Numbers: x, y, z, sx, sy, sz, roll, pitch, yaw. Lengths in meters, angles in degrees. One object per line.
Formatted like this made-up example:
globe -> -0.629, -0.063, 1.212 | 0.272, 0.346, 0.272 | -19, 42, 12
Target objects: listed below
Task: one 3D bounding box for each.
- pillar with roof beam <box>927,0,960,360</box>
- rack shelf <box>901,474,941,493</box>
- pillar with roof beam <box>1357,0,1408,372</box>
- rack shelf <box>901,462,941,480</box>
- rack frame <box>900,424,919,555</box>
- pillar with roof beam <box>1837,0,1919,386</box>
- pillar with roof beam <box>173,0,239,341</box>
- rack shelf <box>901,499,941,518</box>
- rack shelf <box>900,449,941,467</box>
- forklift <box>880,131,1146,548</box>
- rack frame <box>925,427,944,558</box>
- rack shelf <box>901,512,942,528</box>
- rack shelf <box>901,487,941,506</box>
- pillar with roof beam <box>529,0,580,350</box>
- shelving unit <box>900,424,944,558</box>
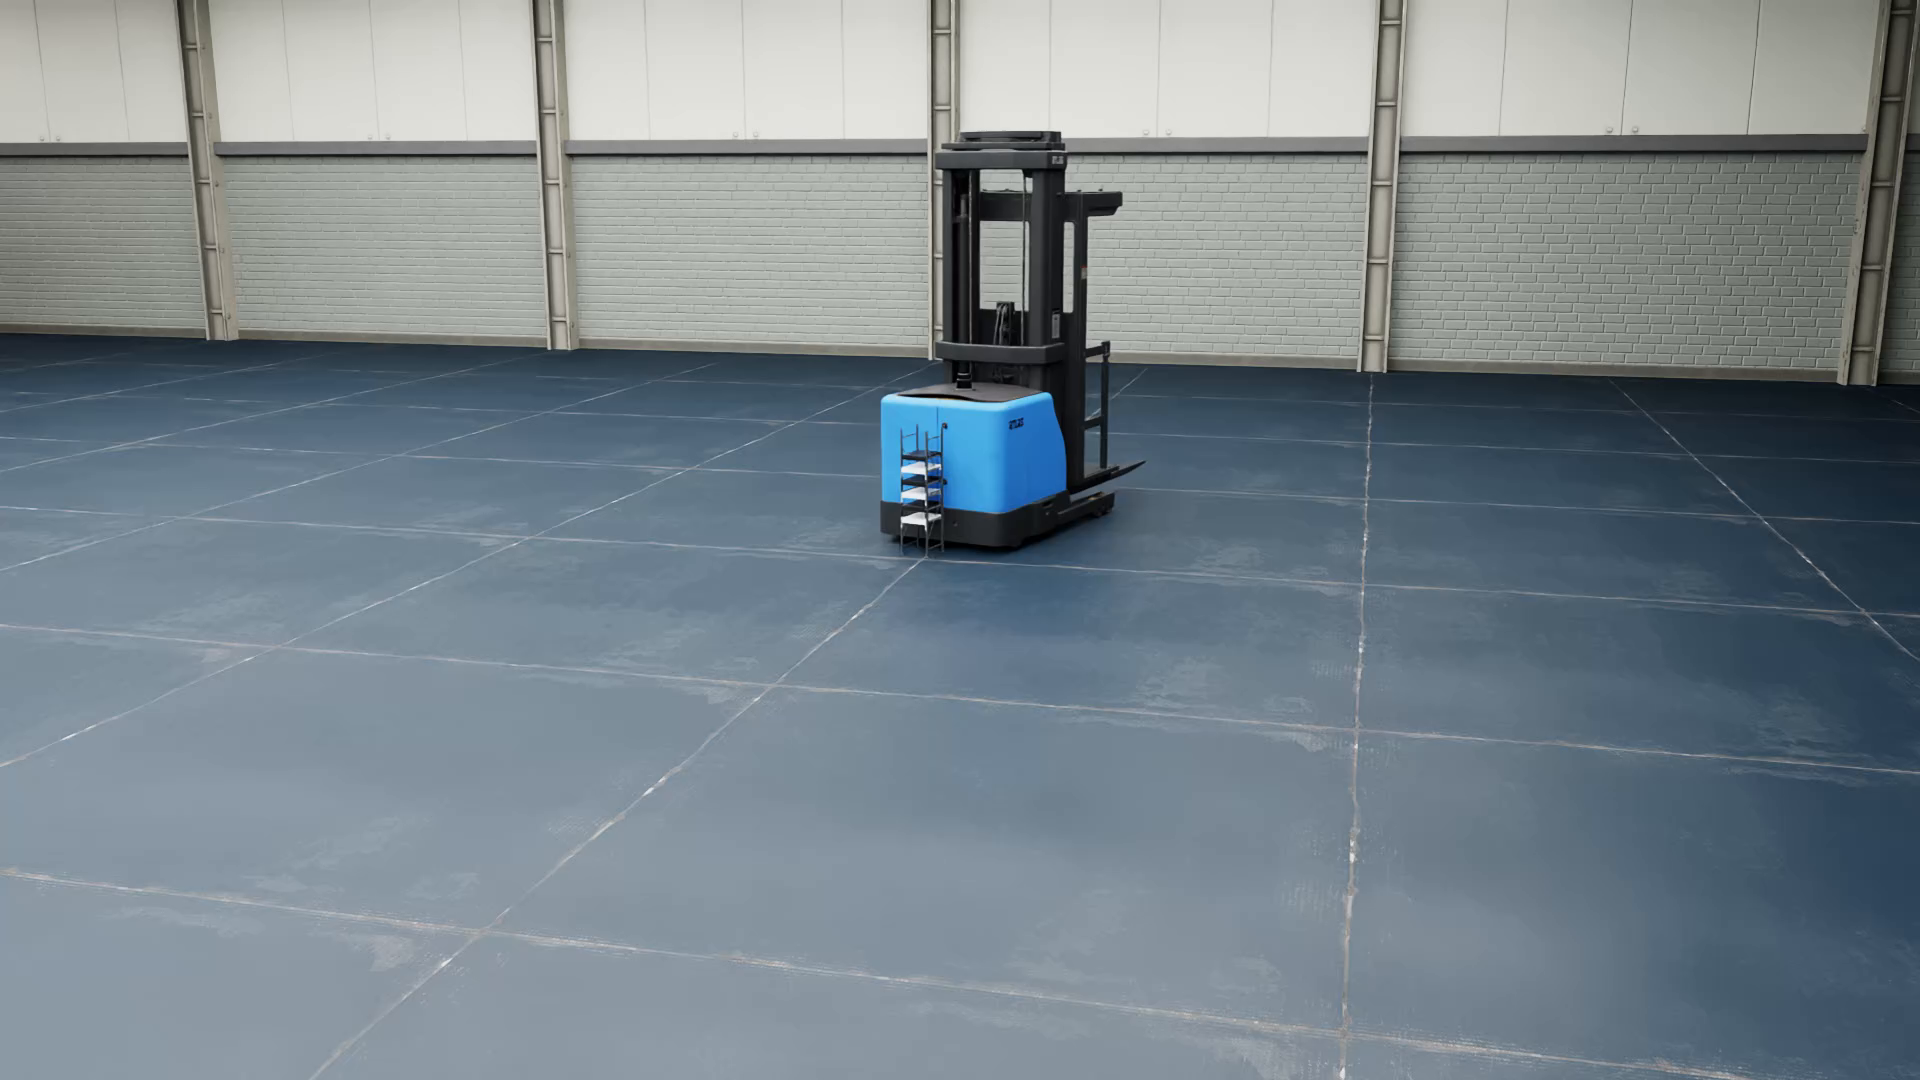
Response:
pillar with roof beam -> -1.259, -6.099, 18.947 | 0.400, 9.000, 9.100 | 3, 13, 14
rack shelf -> -0.266, -0.399, 11.691 | 0.200, 0.077, 0.258 | 7, 14, 28
pillar with roof beam -> 4.567, -5.787, 17.543 | 0.400, 9.000, 9.100 | 3, 13, 14
rack shelf -> -0.266, -0.487, 11.671 | 0.200, 0.077, 0.258 | 7, 14, 28
rack frame -> -0.355, -0.354, 11.752 | 0.006, 0.900, 0.240 | 7, 14, 28
pillar with roof beam -> 10.392, -5.476, 16.140 | 0.400, 9.000, 9.100 | 3, 13, 14
pillar with roof beam -> -12.909, -6.721, 21.753 | 0.400, 9.000, 9.100 | 3, 13, 14
rack shelf -> -0.266, -0.223, 11.731 | 0.200, 0.077, 0.258 | 7, 14, 28
rack shelf -> -0.266, -0.575, 11.652 | 0.200, 0.077, 0.258 | 7, 14, 28
forklift -> 0.571, -1.646, 12.888 | 1.130, 2.935, 3.031 | 7, 14, 28
rack frame -> -0.177, -0.333, 11.656 | 0.006, 0.900, 0.240 | 7, 14, 28
rack shelf -> -0.265, -0.136, 11.750 | 0.200, 0.077, 0.258 | 7, 14, 28
rack shelf -> -0.266, -0.311, 11.711 | 0.200, 0.077, 0.258 | 7, 14, 28
pillar with roof beam -> -7.084, -6.410, 20.350 | 0.400, 9.000, 9.100 | 3, 13, 14
shelving unit -> -0.266, -0.344, 11.704 | 0.210, 0.900, 0.258 | 7, 14, 28
